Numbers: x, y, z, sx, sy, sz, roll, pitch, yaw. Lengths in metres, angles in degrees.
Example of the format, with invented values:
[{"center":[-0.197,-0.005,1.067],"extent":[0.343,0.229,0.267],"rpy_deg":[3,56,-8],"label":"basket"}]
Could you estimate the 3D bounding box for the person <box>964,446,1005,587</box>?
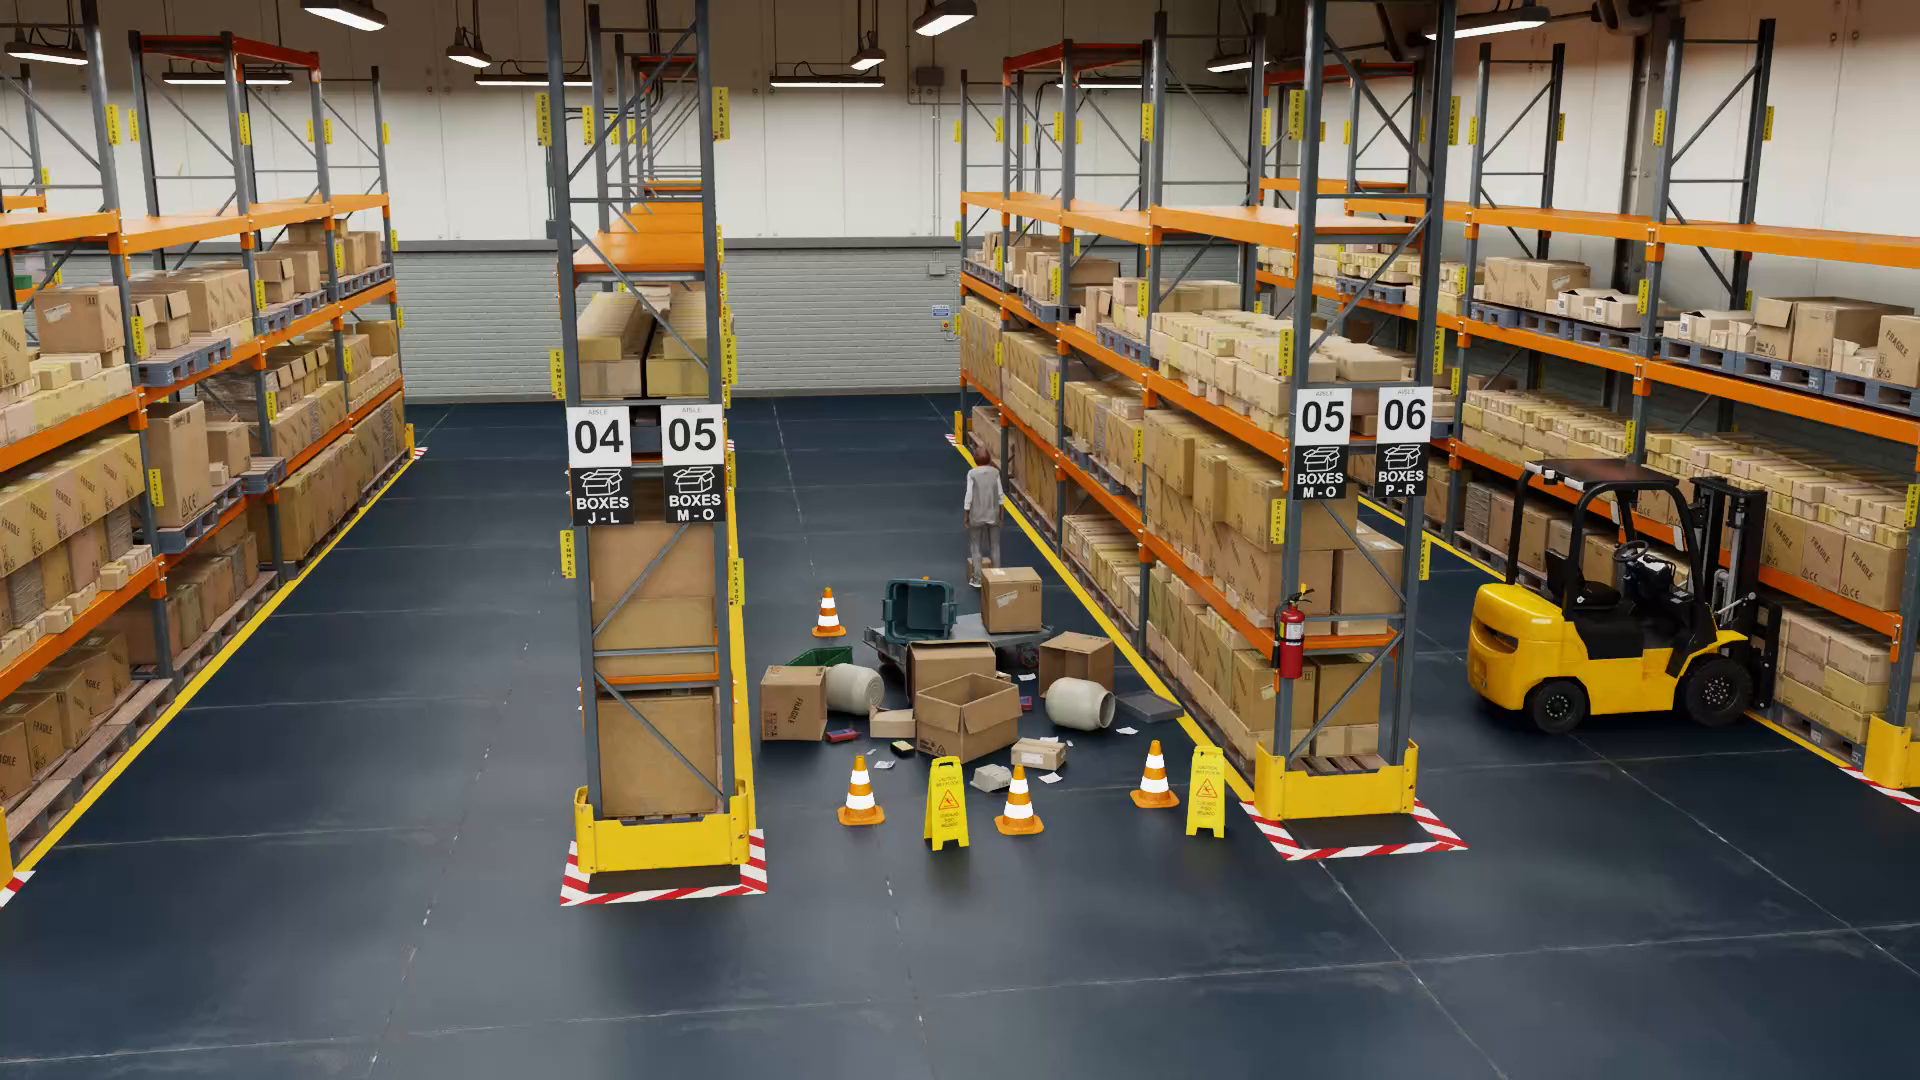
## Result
[{"center":[0.269,-0.250,18.563],"extent":[0.470,1.592,0.377],"rpy_deg":[-3,14,-11],"label":"person"}]
